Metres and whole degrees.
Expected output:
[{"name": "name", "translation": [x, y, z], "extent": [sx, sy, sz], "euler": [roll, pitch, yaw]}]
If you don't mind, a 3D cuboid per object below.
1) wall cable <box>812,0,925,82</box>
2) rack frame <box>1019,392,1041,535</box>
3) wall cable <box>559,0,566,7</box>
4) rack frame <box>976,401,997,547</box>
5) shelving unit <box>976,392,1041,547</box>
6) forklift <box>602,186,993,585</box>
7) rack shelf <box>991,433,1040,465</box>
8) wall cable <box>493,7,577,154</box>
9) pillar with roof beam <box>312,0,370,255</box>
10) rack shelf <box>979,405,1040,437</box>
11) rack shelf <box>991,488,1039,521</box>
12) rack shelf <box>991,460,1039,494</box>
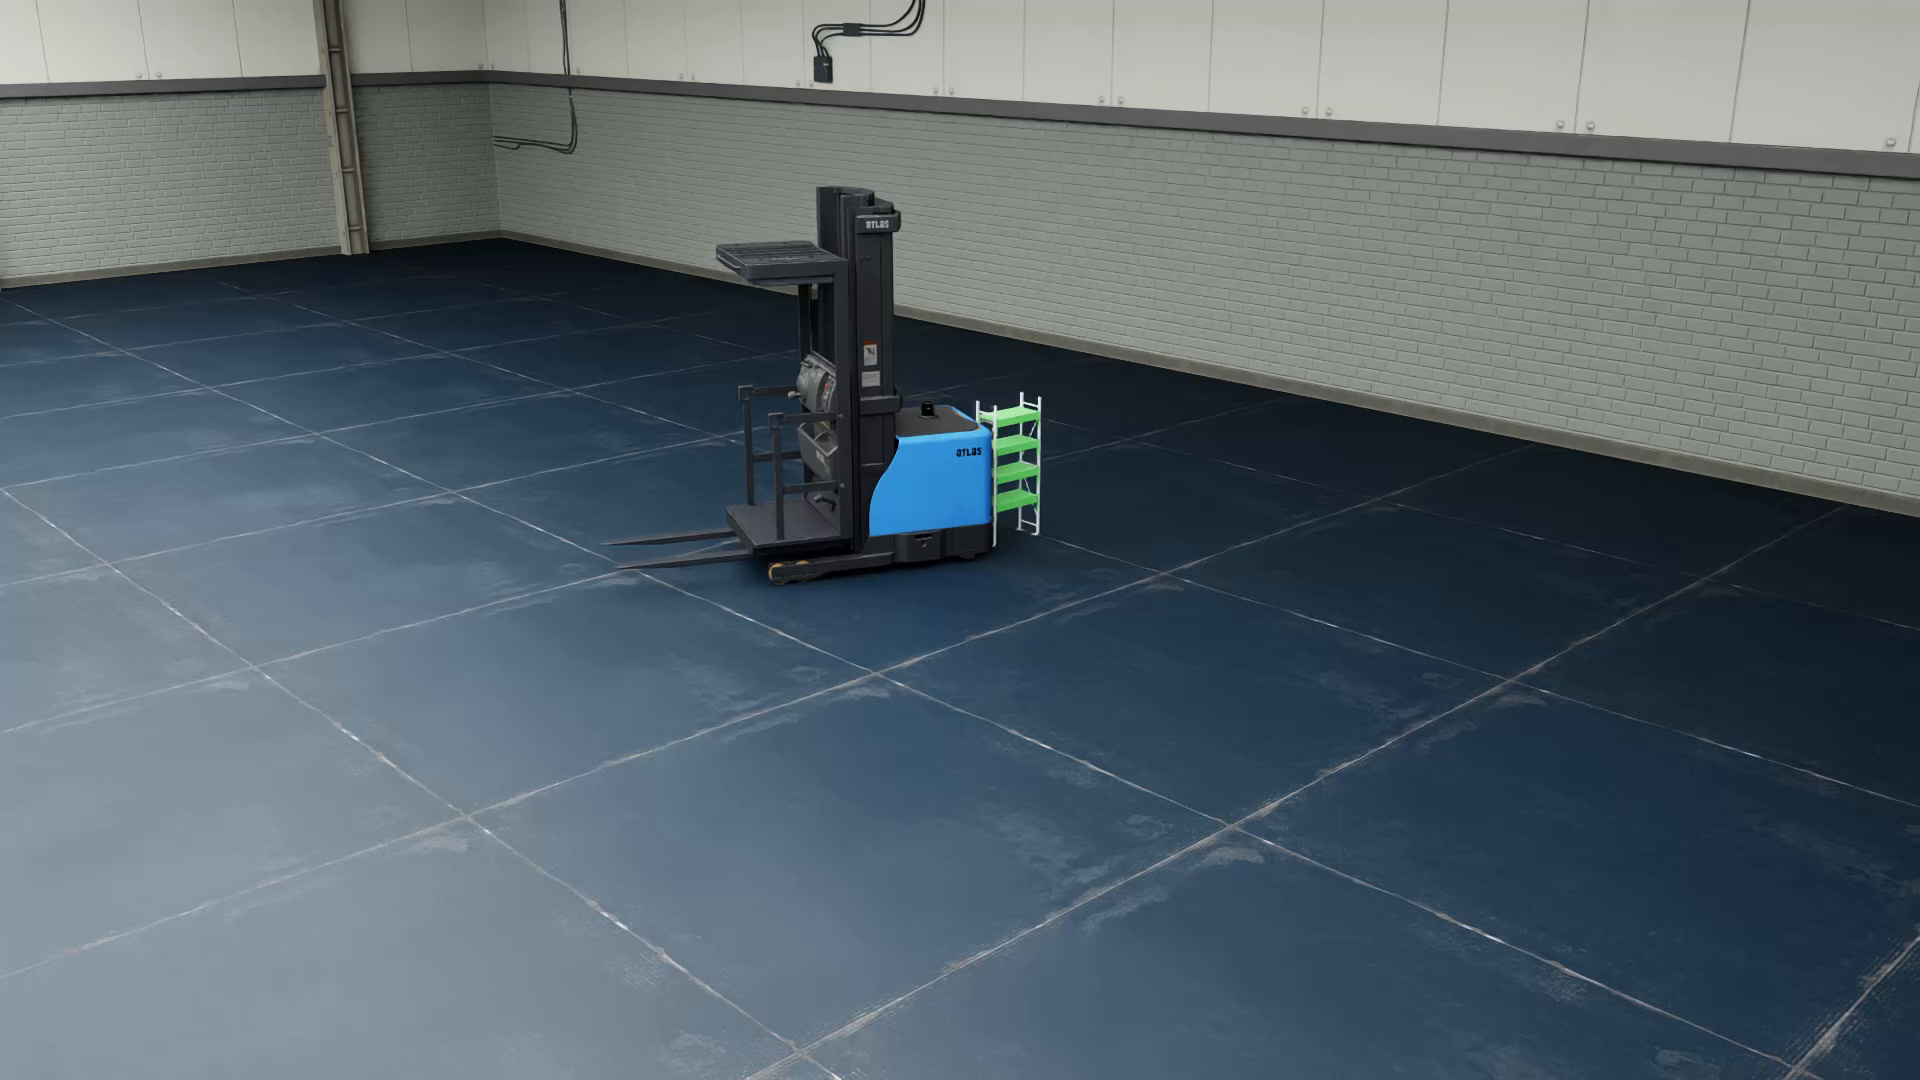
[{"name": "wall cable", "translation": [-1.299, -9.244, 22.392], "extent": [0.169, 6.003, 2.305], "euler": [-16, 24, -41]}, {"name": "rack frame", "translation": [0.587, -0.638, 14.007], "extent": [0.015, 1.200, 0.240], "euler": [-15, 23, -38]}, {"name": "wall cable", "translation": [-5.951, -10.076, 27.319], "extent": [0.112, 2.526, 3.097], "euler": [-16, 24, -41]}, {"name": "rack frame", "translation": [0.215, -0.541, 13.707], "extent": [0.015, 1.200, 0.240], "euler": [-15, 23, -38]}, {"name": "shelving unit", "translation": [0.401, -0.589, 13.857], "extent": [0.503, 1.200, 0.258], "euler": [-15, 23, -38]}, {"name": "forklift", "translation": [-1.308, -1.228, 13.020], "extent": [3.031, 2.935, 1.130], "euler": [-6, 19, -19]}, {"name": "rack shelf", "translation": [0.401, -0.757, 13.803], "extent": [0.480, 0.148, 0.258], "euler": [-15, 23, -38]}, {"name": "wall cable", "translation": [-7.809, -8.280, 29.968], "extent": [0.112, 2.526, 3.097], "euler": [-16, 24, -41]}, {"name": "pillar with roof beam", "translation": [-7.901, -8.465, 25.502], "extent": [0.400, 9.000, 9.100], "euler": [-16, 24, -41]}, {"name": "rack shelf", "translation": [0.401, -0.985, 13.729], "extent": [0.480, 0.148, 0.258], "euler": [-15, 23, -38]}, {"name": "rack shelf", "translation": [0.401, -0.300, 13.951], "extent": [0.480, 0.148, 0.258], "euler": [-15, 23, -38]}, {"name": "rack shelf", "translation": [0.401, -0.529, 13.877], "extent": [0.480, 0.148, 0.258], "euler": [-15, 23, -38]}]
